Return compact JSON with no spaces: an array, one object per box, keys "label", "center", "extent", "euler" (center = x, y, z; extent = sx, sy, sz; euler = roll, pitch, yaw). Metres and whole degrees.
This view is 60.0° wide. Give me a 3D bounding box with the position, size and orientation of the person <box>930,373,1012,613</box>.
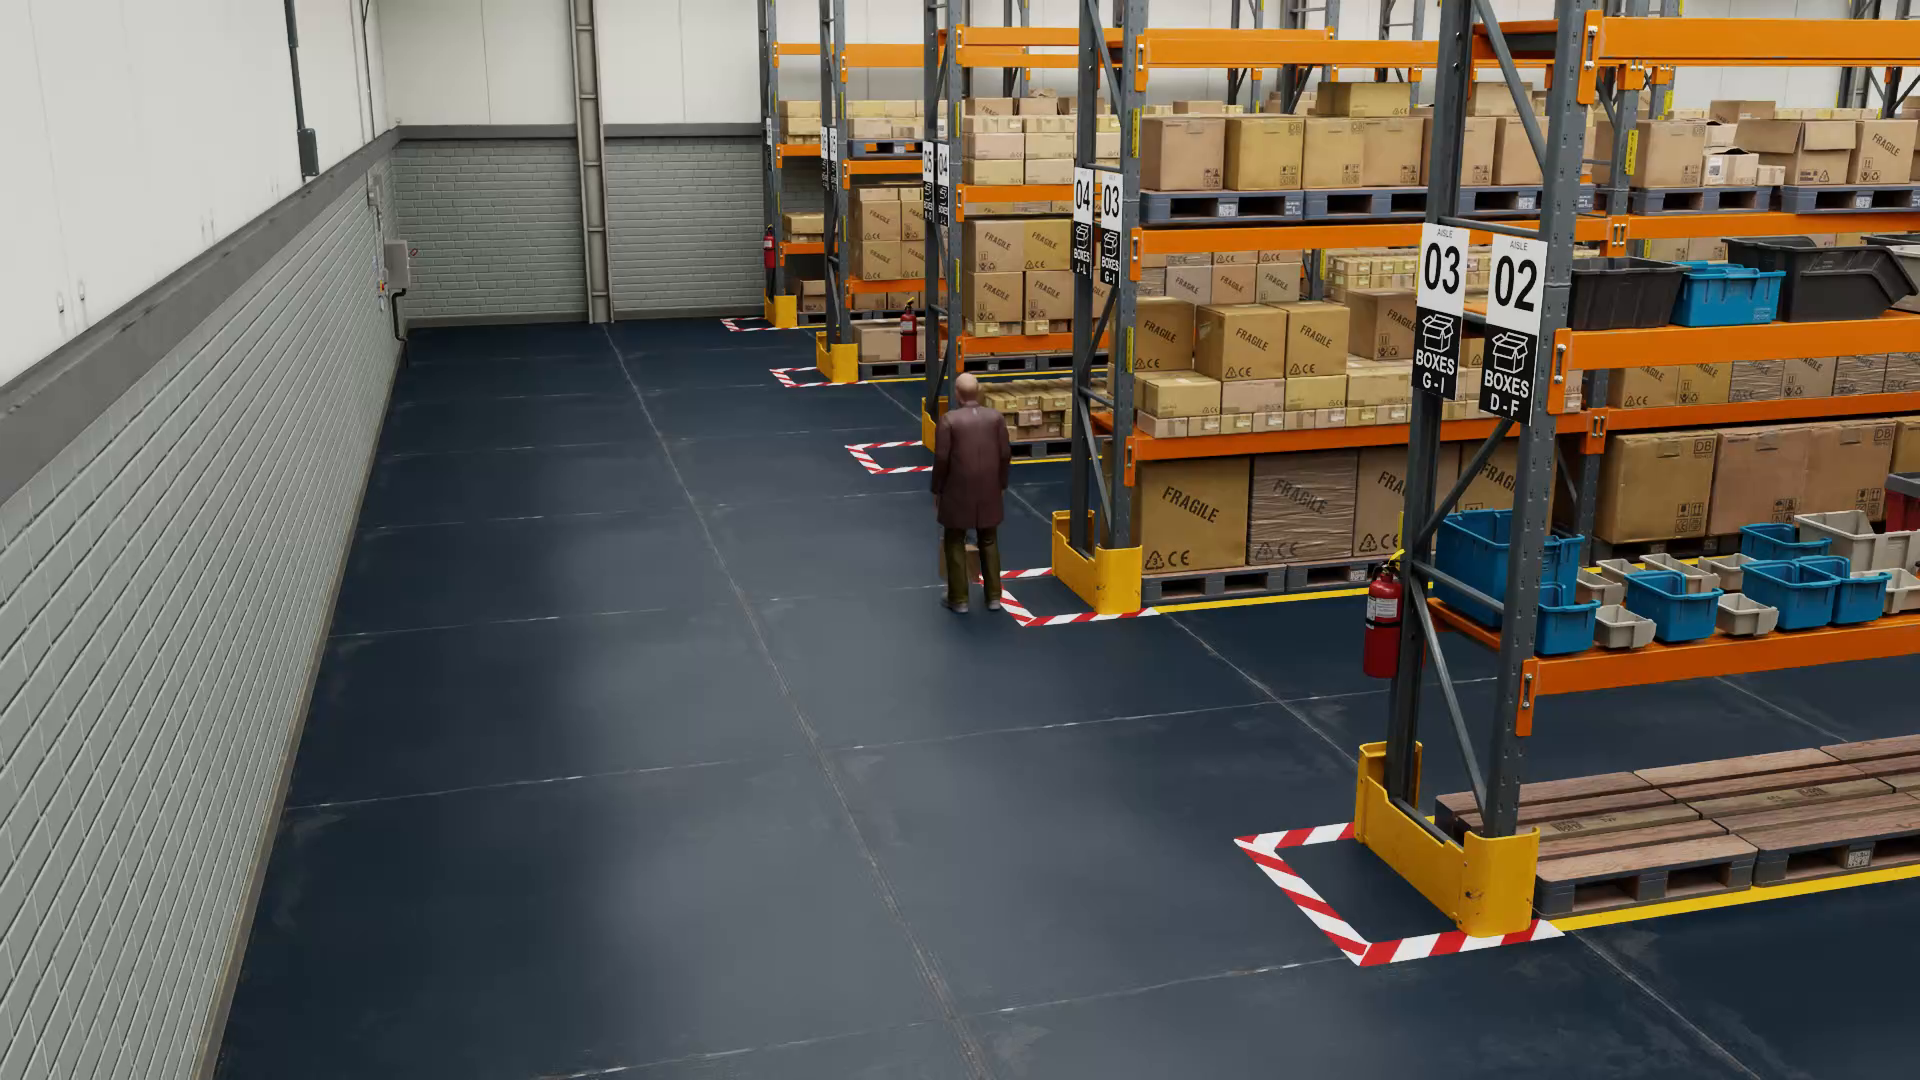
[{"label":"person","center":[0.075,-0.350,12.297],"extent":[0.607,1.775,0.425],"euler":[-5,16,-17]}]
